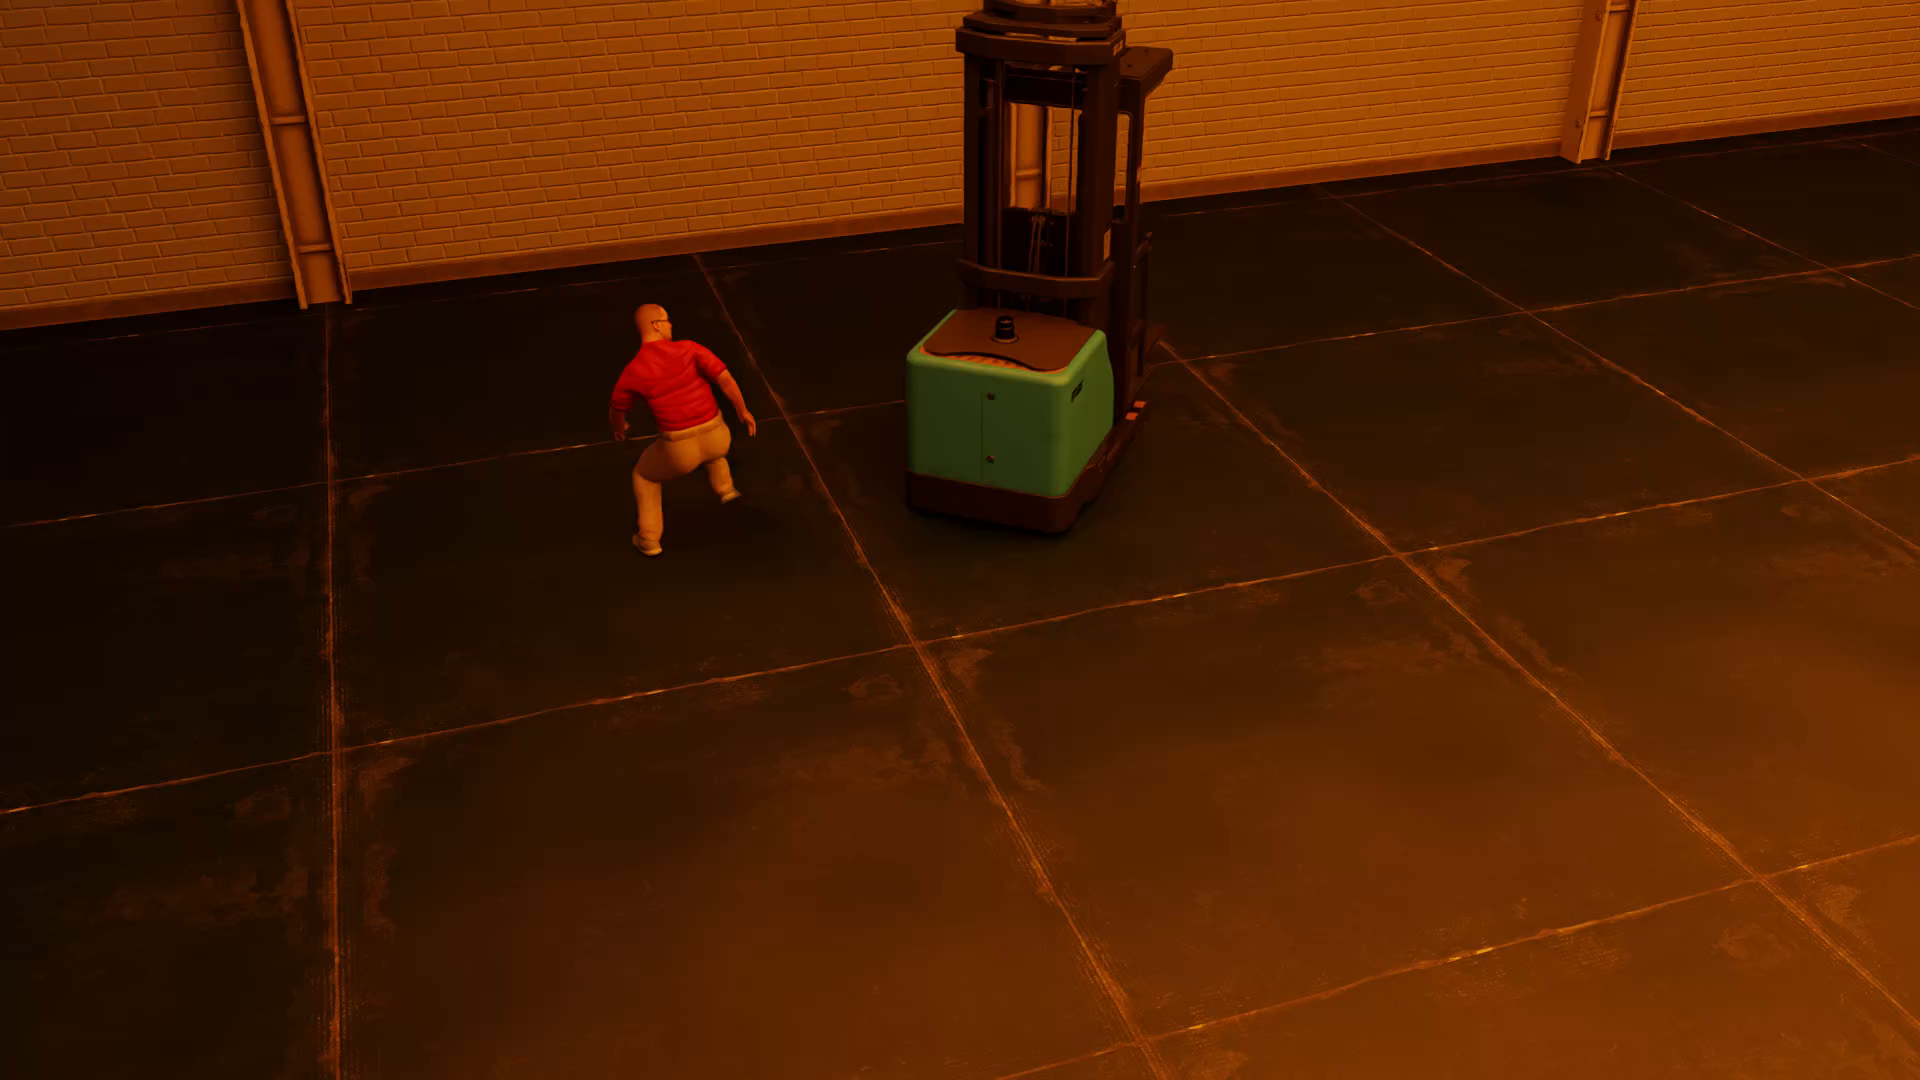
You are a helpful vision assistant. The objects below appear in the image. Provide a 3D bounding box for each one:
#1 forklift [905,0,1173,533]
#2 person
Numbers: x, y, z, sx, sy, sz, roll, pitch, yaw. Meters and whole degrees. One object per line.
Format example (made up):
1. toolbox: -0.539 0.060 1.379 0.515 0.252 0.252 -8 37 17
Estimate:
1. forklift: 0.664 -2.034 10.622 1.130 2.935 3.031 11 32 18
2. person: -1.641 -0.686 9.776 0.801 1.502 0.679 -11 32 -18
